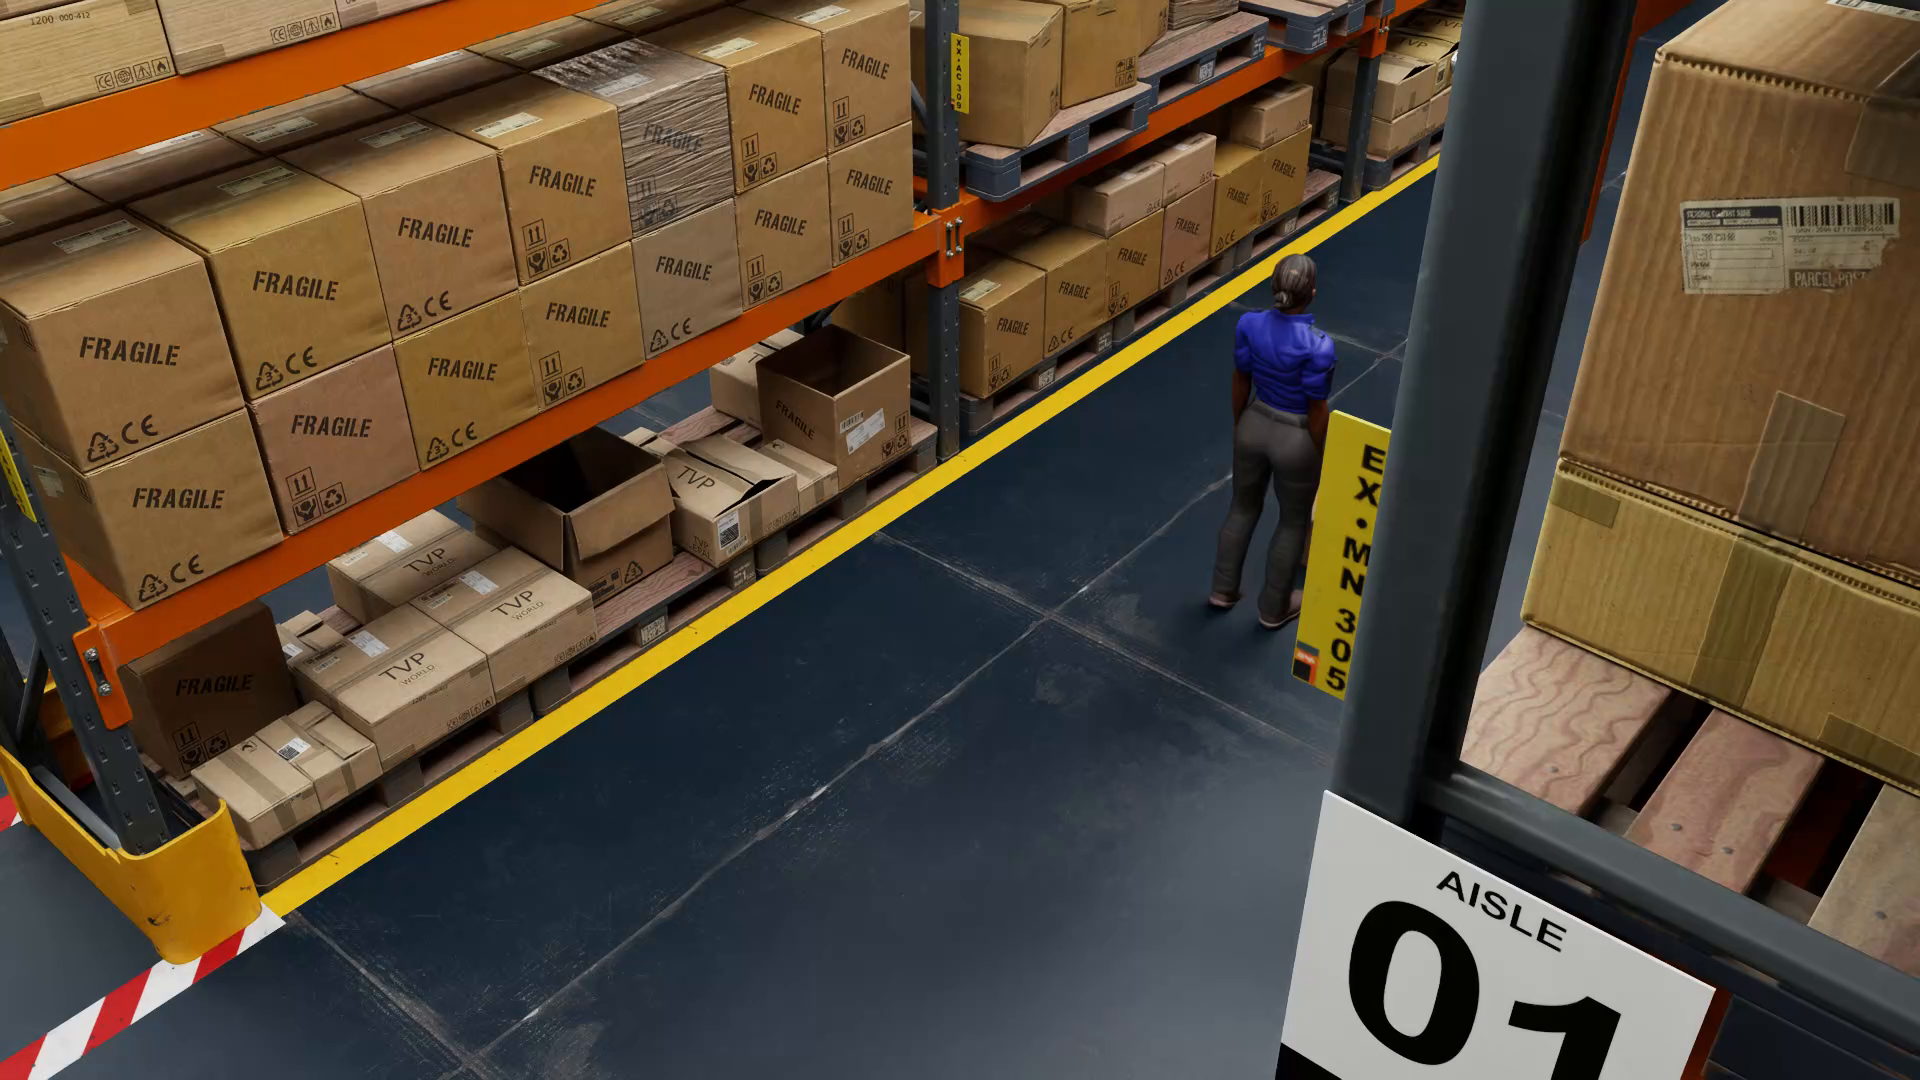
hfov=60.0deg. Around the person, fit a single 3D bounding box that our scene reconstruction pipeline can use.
[{"bbox_3d":[1.273,-0.384,6.747,0.457,1.610,0.379,27,43,33],"label":"person"}]
